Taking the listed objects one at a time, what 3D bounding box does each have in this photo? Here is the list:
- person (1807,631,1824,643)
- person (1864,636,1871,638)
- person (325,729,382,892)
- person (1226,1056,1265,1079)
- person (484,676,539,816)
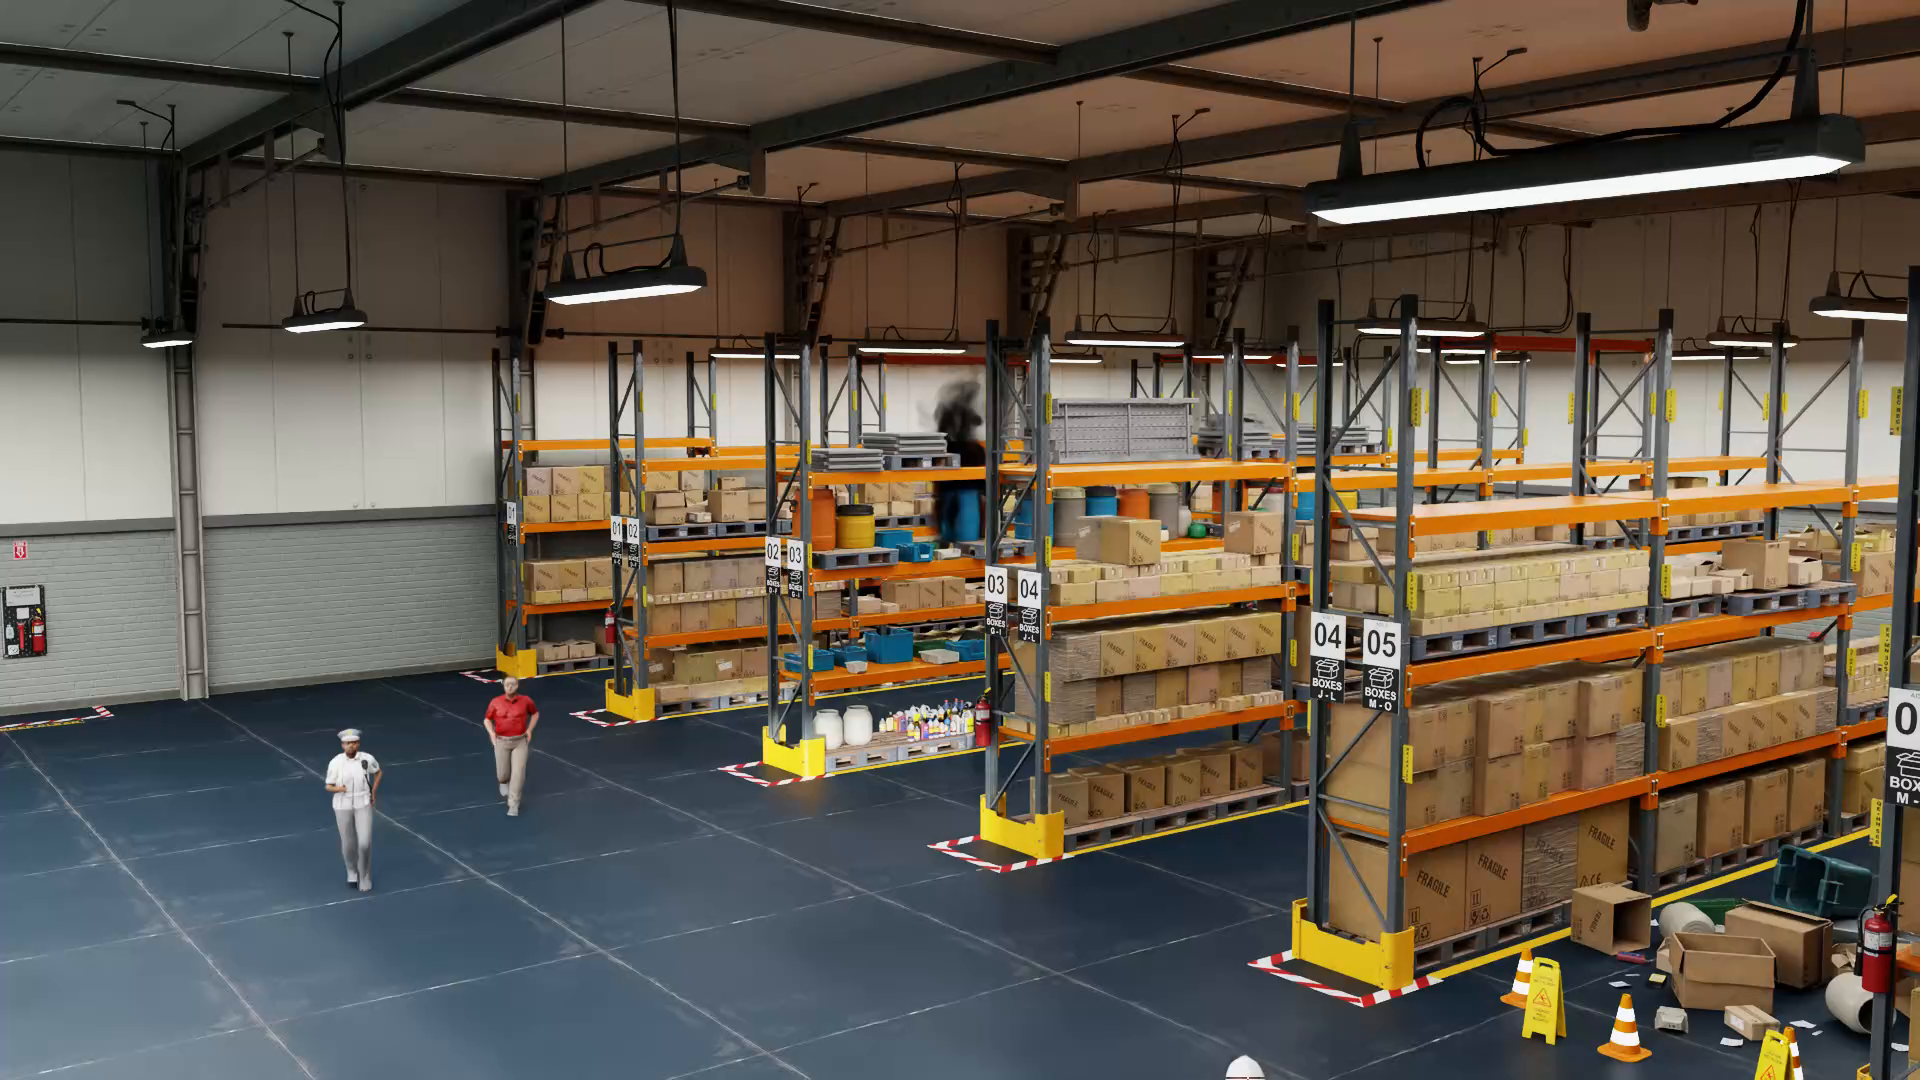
[{"bbox_3d":[12.041,2.188,23.477,0.828,1.819,0.639,-4,6,-38],"label":"person"},{"bbox_3d":[13.358,2.217,24.586,0.537,1.607,0.602,-4,6,-35],"label":"person"},{"bbox_3d":[-6.295,2.817,17.295,0.558,1.720,0.667,-2,5,-19],"label":"person"},{"bbox_3d":[1.468,3.530,8.585,0.655,1.769,0.888,0,5,-1],"label":"person"},{"bbox_3d":[-5.531,2.520,20.551,0.663,1.687,0.775,-1,5,-15],"label":"person"}]
